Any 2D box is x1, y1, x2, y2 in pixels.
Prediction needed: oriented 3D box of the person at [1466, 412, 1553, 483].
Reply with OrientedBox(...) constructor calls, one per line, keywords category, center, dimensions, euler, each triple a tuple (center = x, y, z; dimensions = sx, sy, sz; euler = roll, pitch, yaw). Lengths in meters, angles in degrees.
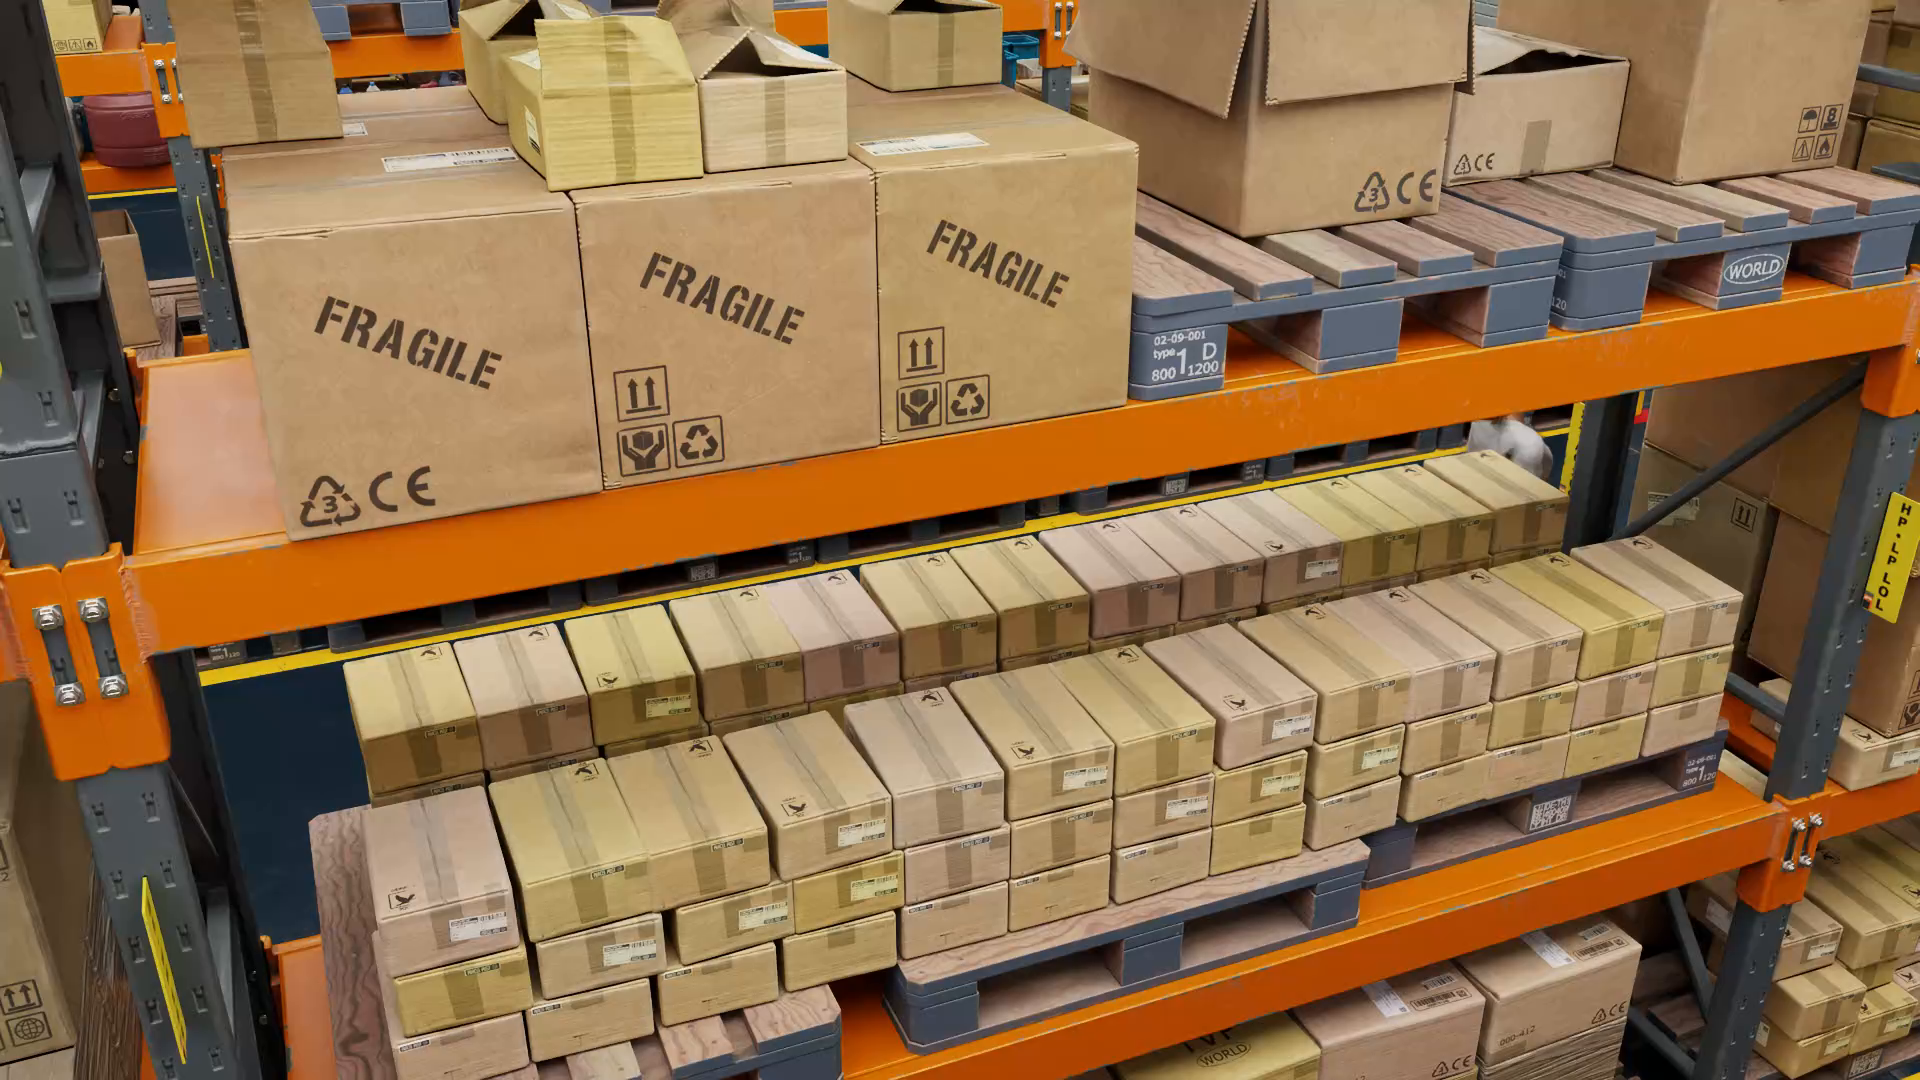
OrientedBox(category="person", center=(2.270, -0.005, 7.078), dimensions=(0.672, 1.652, 0.466), euler=(-6, 27, -12))
